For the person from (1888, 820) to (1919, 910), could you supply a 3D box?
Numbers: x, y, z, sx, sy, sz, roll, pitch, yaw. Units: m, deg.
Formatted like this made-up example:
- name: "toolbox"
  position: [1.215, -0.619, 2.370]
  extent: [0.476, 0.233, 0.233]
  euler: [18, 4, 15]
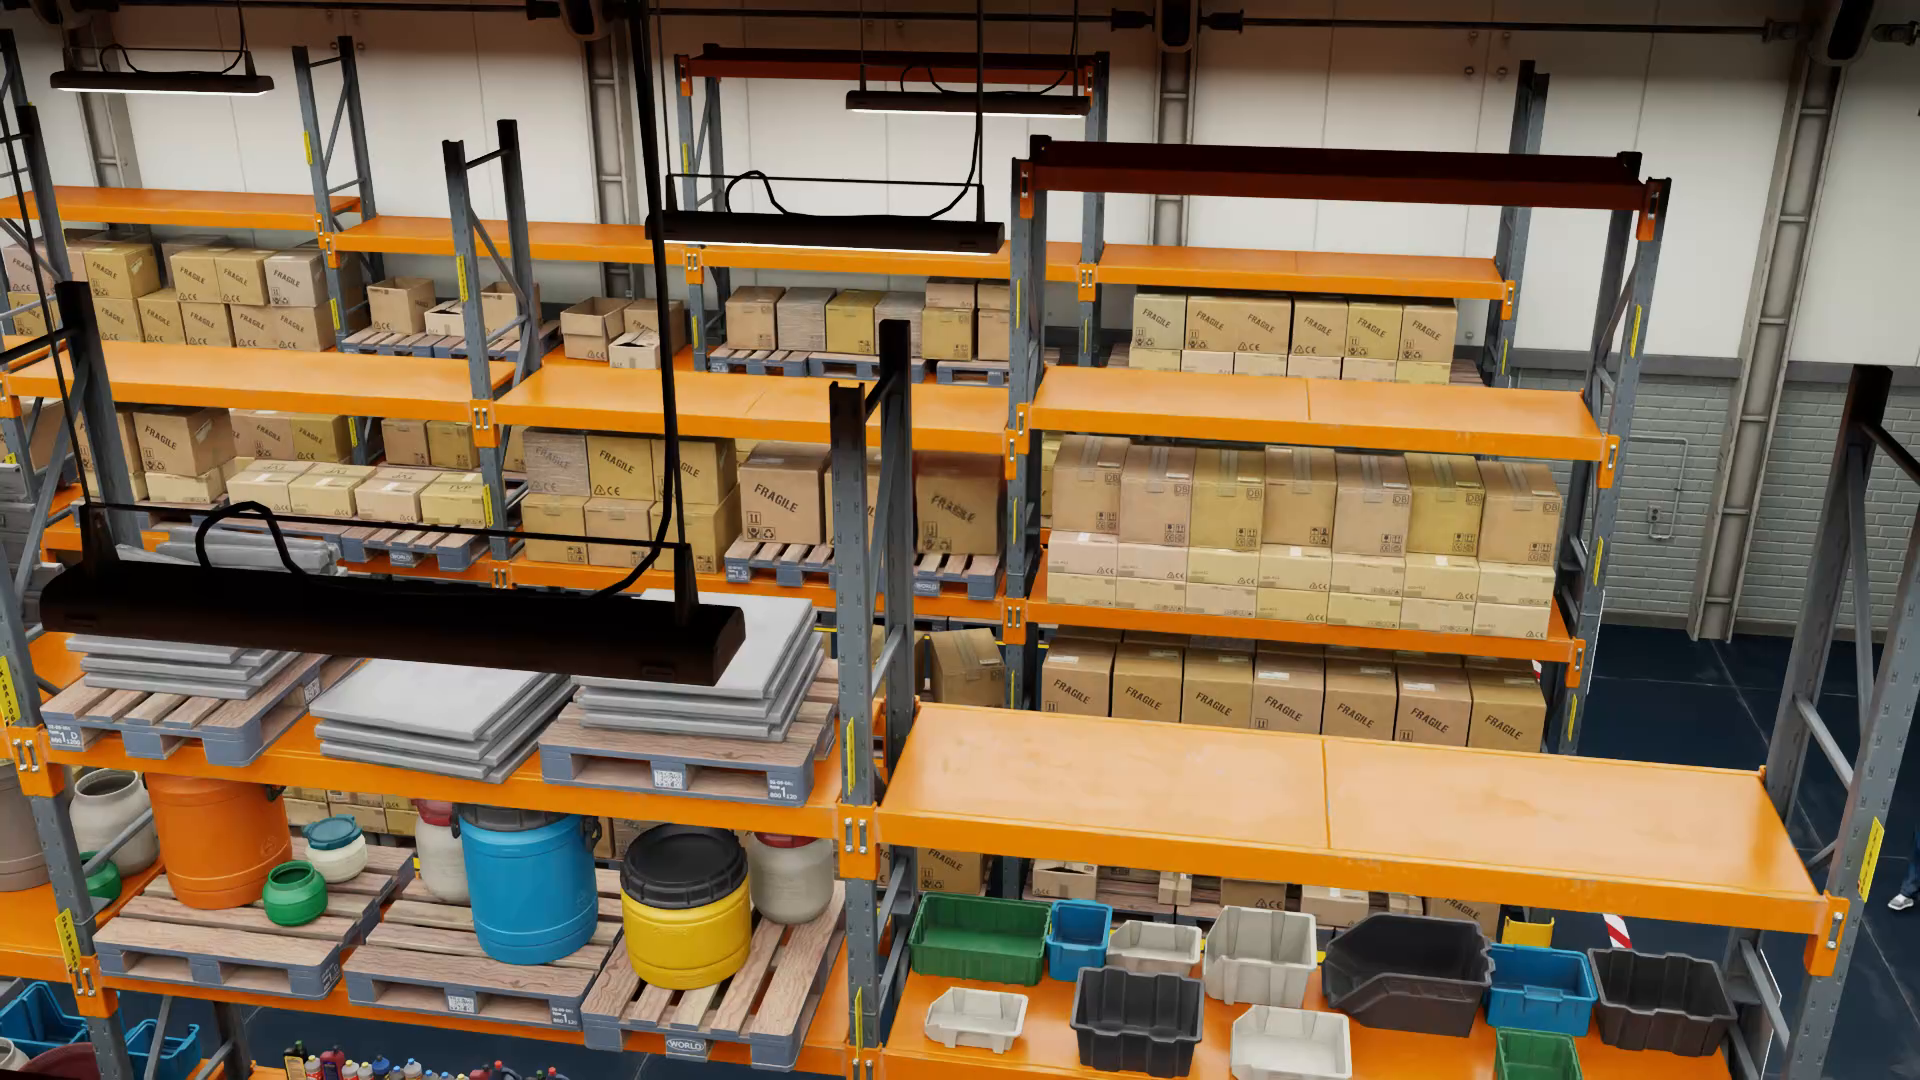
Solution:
- name: "person"
  position: [7.872, 2.181, 13.198]
  extent: [0.963, 1.541, 0.425]
  euler: [-15, 27, -32]
